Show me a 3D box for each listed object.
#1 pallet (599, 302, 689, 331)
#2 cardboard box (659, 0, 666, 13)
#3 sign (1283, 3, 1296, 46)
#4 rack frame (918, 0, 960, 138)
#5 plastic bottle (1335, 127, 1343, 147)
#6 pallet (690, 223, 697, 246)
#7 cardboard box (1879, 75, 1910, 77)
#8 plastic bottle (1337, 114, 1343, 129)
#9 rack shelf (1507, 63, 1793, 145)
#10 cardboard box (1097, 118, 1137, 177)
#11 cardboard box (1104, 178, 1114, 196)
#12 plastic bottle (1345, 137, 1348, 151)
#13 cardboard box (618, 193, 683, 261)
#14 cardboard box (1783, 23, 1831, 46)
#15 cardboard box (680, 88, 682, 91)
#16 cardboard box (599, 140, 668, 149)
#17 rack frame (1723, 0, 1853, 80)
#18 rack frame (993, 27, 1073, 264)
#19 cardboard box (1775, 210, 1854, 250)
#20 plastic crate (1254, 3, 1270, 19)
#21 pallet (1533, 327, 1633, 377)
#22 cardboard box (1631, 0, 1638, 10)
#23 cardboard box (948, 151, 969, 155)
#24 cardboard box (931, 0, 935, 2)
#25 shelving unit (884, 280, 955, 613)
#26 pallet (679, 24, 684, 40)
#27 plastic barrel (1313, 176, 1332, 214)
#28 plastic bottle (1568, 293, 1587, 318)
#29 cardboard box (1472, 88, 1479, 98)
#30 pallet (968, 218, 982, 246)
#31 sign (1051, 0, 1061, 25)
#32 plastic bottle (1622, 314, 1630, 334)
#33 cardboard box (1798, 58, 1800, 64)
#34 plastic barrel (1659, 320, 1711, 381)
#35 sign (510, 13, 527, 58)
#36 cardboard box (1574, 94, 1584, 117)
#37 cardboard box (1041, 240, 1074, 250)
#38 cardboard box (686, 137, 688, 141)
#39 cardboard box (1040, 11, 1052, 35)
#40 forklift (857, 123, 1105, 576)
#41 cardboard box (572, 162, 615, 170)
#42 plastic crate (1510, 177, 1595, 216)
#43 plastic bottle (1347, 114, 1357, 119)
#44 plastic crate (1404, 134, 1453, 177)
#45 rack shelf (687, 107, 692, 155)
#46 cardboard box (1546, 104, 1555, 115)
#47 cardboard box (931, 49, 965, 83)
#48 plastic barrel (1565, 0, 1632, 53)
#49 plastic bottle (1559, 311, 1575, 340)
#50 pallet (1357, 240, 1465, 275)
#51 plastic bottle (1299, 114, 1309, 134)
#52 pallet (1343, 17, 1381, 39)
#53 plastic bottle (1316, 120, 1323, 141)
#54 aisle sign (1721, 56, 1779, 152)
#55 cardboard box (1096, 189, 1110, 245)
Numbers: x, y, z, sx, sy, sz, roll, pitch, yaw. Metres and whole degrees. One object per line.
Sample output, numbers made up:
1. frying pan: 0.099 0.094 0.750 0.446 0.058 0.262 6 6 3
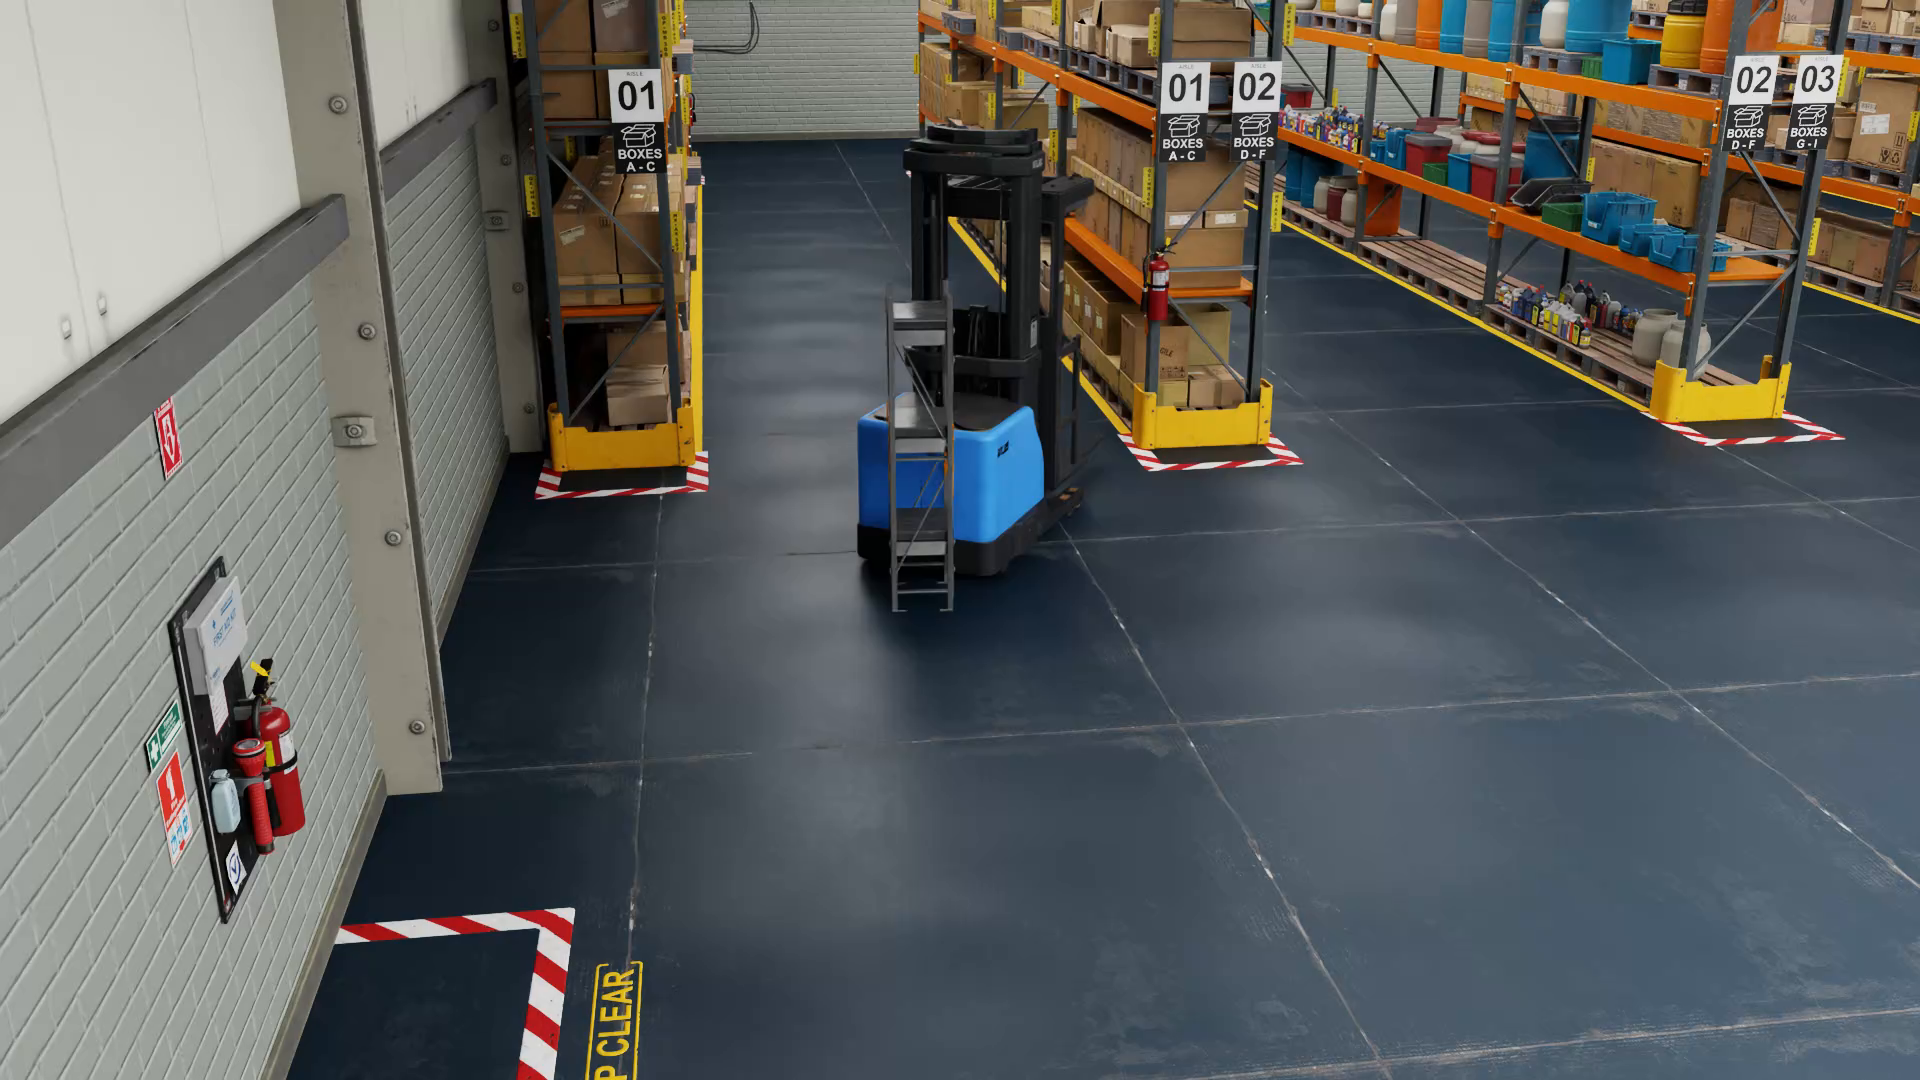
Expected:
1. pallet: -3.493 -2.378 18.281 1.003 0.211 1.213 -3 21 -8
2. cardboard box: -2.640 -4.281 13.504 0.500 0.500 0.500 -3 21 -8
3. sign: 2.649 -4.158 13.414 0.100 0.325 0.005 -3 21 -8
4. rack frame: -0.208 -7.821 28.868 1.000 3.000 0.127 -3 21 -8
5. plastic bottle: 5.279 -5.613 23.141 0.097 0.271 0.097 0 20 0
6. pallet: -4.167 -4.191 23.137 1.003 0.211 1.213 -3 21 -8
7. cardboard box: 14.743 -7.251 26.252 0.380 0.149 0.250 -2 21 -6
8. plastic bottle: 5.653 -6.190 24.686 0.097 0.271 0.097 0 20 0
9. rack shelf: 6.713 -4.290 16.156 1.077 0.370 4.000 -3 21 -8
10. cardboard box: 1.738 -3.819 16.156 0.700 0.500 0.500 -3 21 -8
11. cardboard box: 1.596 -3.378 15.902 0.380 0.149 0.250 -3 21 -8
12. plastic bottle: 5.336 -5.445 22.793 0.097 0.201 0.097 0 20 0
13. cardboard box: -2.635 -2.672 14.198 0.500 0.500 0.500 -3 21 -8
14. cardboard box: 10.722 -6.353 20.866 0.500 0.250 0.500 -2 21 -7
15. cardboard box: -3.844 -5.703 21.529 0.500 0.250 0.500 -3 21 -9
16. cardboard box: -3.492 -4.039 17.972 0.700 0.500 0.500 -1 20 -2
17. rack frame: 7.001 -5.340 13.651 1.000 3.000 0.127 -3 21 -8
18. rack frame: 0.946 -5.051 21.452 1.000 3.000 0.127 -3 21 -8
19. cardboard box: 11.047 -3.966 21.491 0.700 0.500 0.500 -1 21 -3
20. plastic crate: 4.824 -8.310 26.131 0.416 0.233 0.300 -3 21 -8
21. pallet: 6.659 -1.950 17.135 1.003 0.211 1.213 -3 21 -8
22. cardboard box: 10.242 -8.110 24.882 0.500 0.311 0.500 -4 21 -10
23. cardboard box: 0.093 -6.122 27.261 0.797 0.503 0.637 -3 21 -8
24. cardboard box: -0.179 -8.679 26.379 0.500 0.250 0.500 -3 21 -8
25. shelving unit: -0.261 -0.597 10.814 0.431 2.100 0.503 -1 21 -3
26. pallet: -4.101 -6.336 20.877 1.213 0.211 1.003 -2 21 -5
27. plastic barrel: 5.428 -5.081 24.489 0.421 0.512 0.421 0 20 0
28. plastic bottle: 6.687 -2.553 18.029 0.152 0.276 0.135 -3 21 -8
29. cardboard box: 9.359 -7.973 29.635 0.380 0.149 0.250 -3 21 -9
30. pallet: 0.703 -4.426 23.765 1.003 0.211 1.213 -3 21 -8
31. sign: 0.987 -5.430 16.991 0.100 0.325 0.005 -3 21 -8
32. plastic bottle: 6.970 -2.256 17.339 0.097 0.201 0.097 0 20 0
33. cardboard box: 14.620 -8.309 28.180 0.500 0.500 0.500 -2 21 -6
34. plastic barrel: 6.831 -1.785 15.663 0.421 0.512 0.421 0 20 0
35. sign: -3.355 -3.829 12.627 0.100 0.325 0.005 -3 21 -8
36. cardboard box: 9.991 -6.809 26.016 0.500 0.500 0.500 -3 21 -8
37. cardboard box: 1.029 -3.316 19.334 0.500 0.311 0.500 -3 21 -8
38. cardboard box: -4.055 -5.707 23.539 0.380 0.149 0.250 -3 21 -8
39. cardboard box: 1.232 -6.049 19.451 0.500 0.250 0.500 -3 21 -9
40. forklift: 0.317 -1.606 12.327 1.130 2.935 3.031 8 22 21
41. cardboard box: -3.447 -3.352 16.019 0.500 0.500 0.500 -3 21 -8
42. plastic crate: 6.374 -3.698 17.918 0.767 0.338 0.504 -3 21 -8
43. plastic bottle: 5.793 -6.158 24.594 0.152 0.276 0.135 -3 21 -8
44. plastic crate: 5.778 -4.754 20.567 0.402 0.464 0.583 -3 21 -8
45. rack shelf: -4.821 -6.540 26.467 1.077 0.370 4.000 -3 21 -8
46. cardboard box: 9.767 -6.995 27.016 0.380 0.149 0.250 -3 21 -7
47. cardboard box: -0.180 -7.639 26.810 0.500 0.500 0.500 -3 21 -8
48. plastic barrel: 6.462 -5.401 16.786 0.600 0.901 0.708 -3 21 -8
49. plastic bottle: 6.273 -2.210 17.110 0.152 0.276 0.135 -3 21 -9
50. pallet: 5.921 -3.723 21.882 1.003 0.211 1.213 -3 21 -8
51. plastic bottle: 5.094 -6.126 24.508 0.152 0.276 0.135 -3 21 -8
52. pallet: 5.834 -6.886 22.348 1.003 0.211 1.213 -3 21 -8
53. plastic bottle: 5.157 -5.869 23.810 0.061 0.283 0.133 -3 21 -8
54. aisle sign: 6.718 -3.707 14.139 0.394 0.787 0.004 -3 21 -8
55. cardboard box: 1.743 -3.203 16.362 0.700 0.500 0.500 -3 21 -7
